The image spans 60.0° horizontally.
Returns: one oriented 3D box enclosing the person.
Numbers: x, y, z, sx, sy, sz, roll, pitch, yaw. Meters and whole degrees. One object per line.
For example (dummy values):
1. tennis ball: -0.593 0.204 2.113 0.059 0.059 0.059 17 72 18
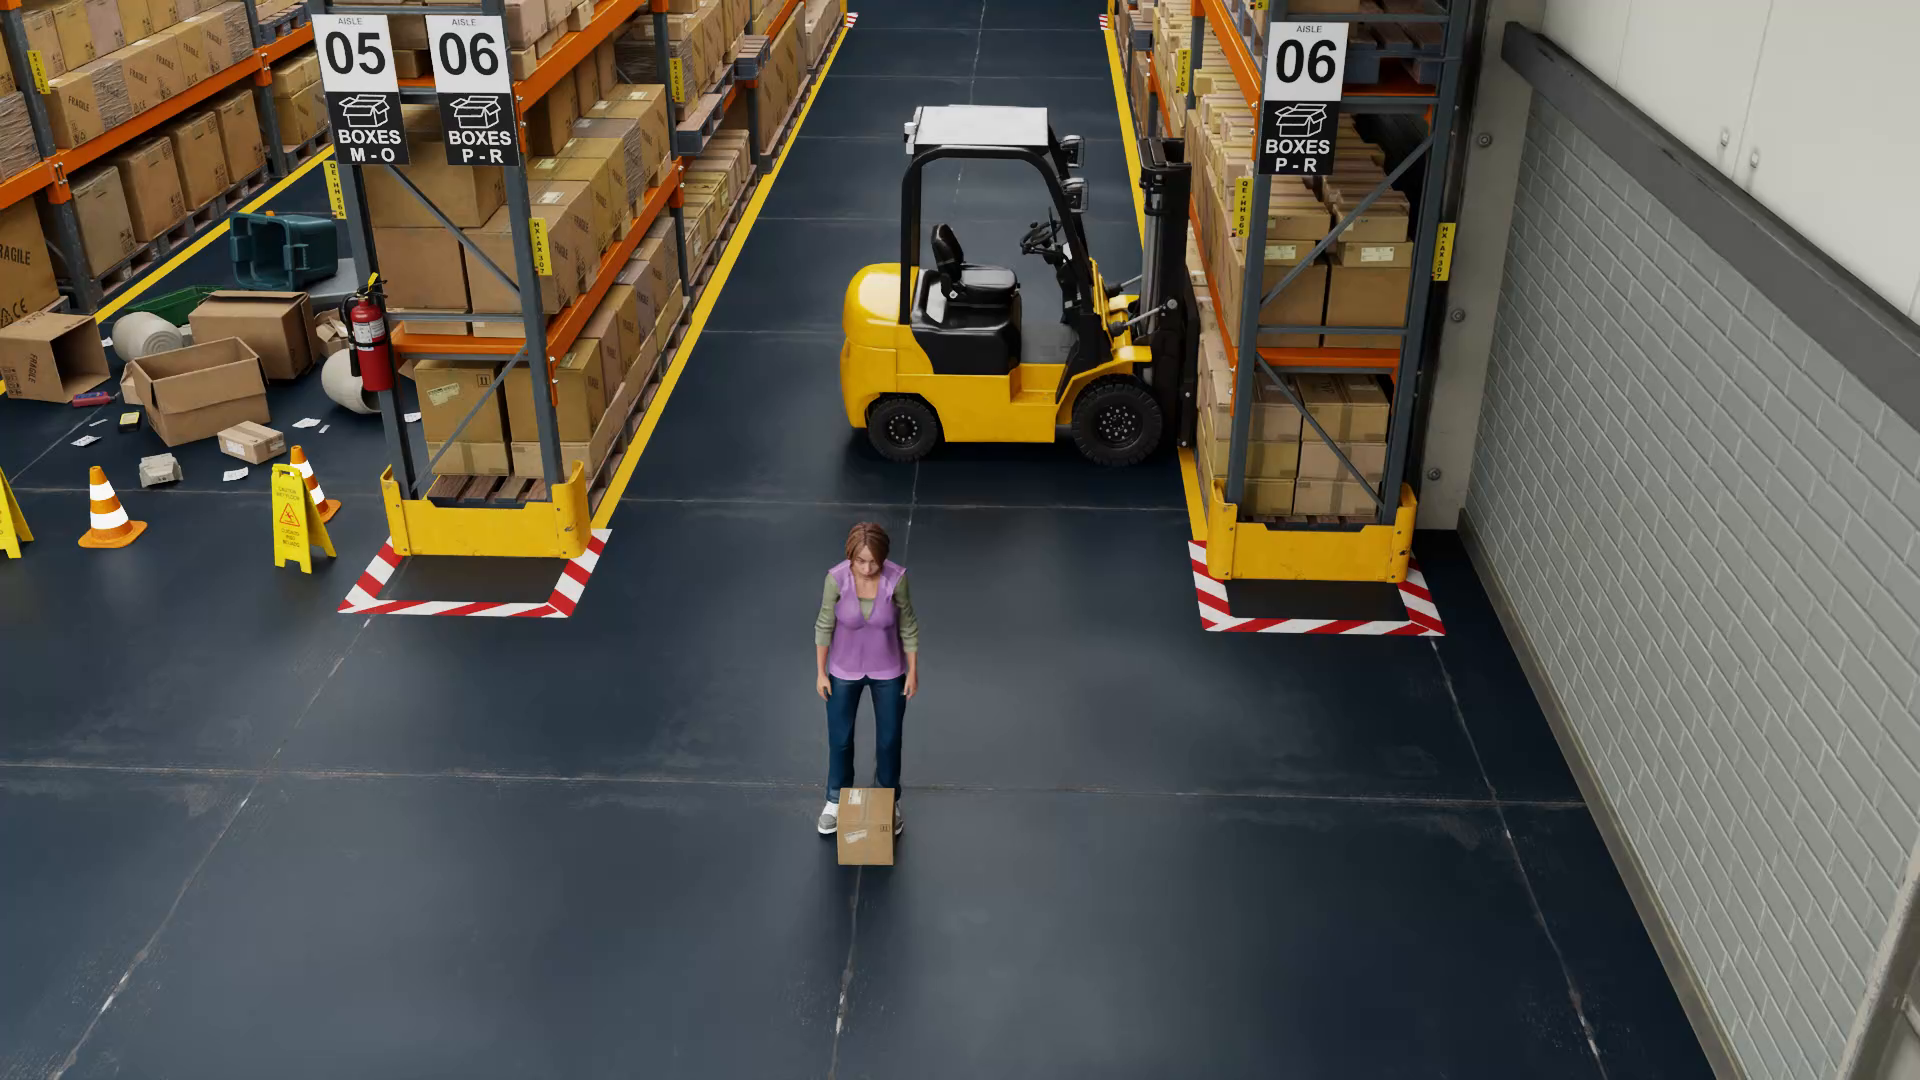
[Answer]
1. person: -0.426 0.609 7.506 0.478 1.592 0.348 -1 28 -1
